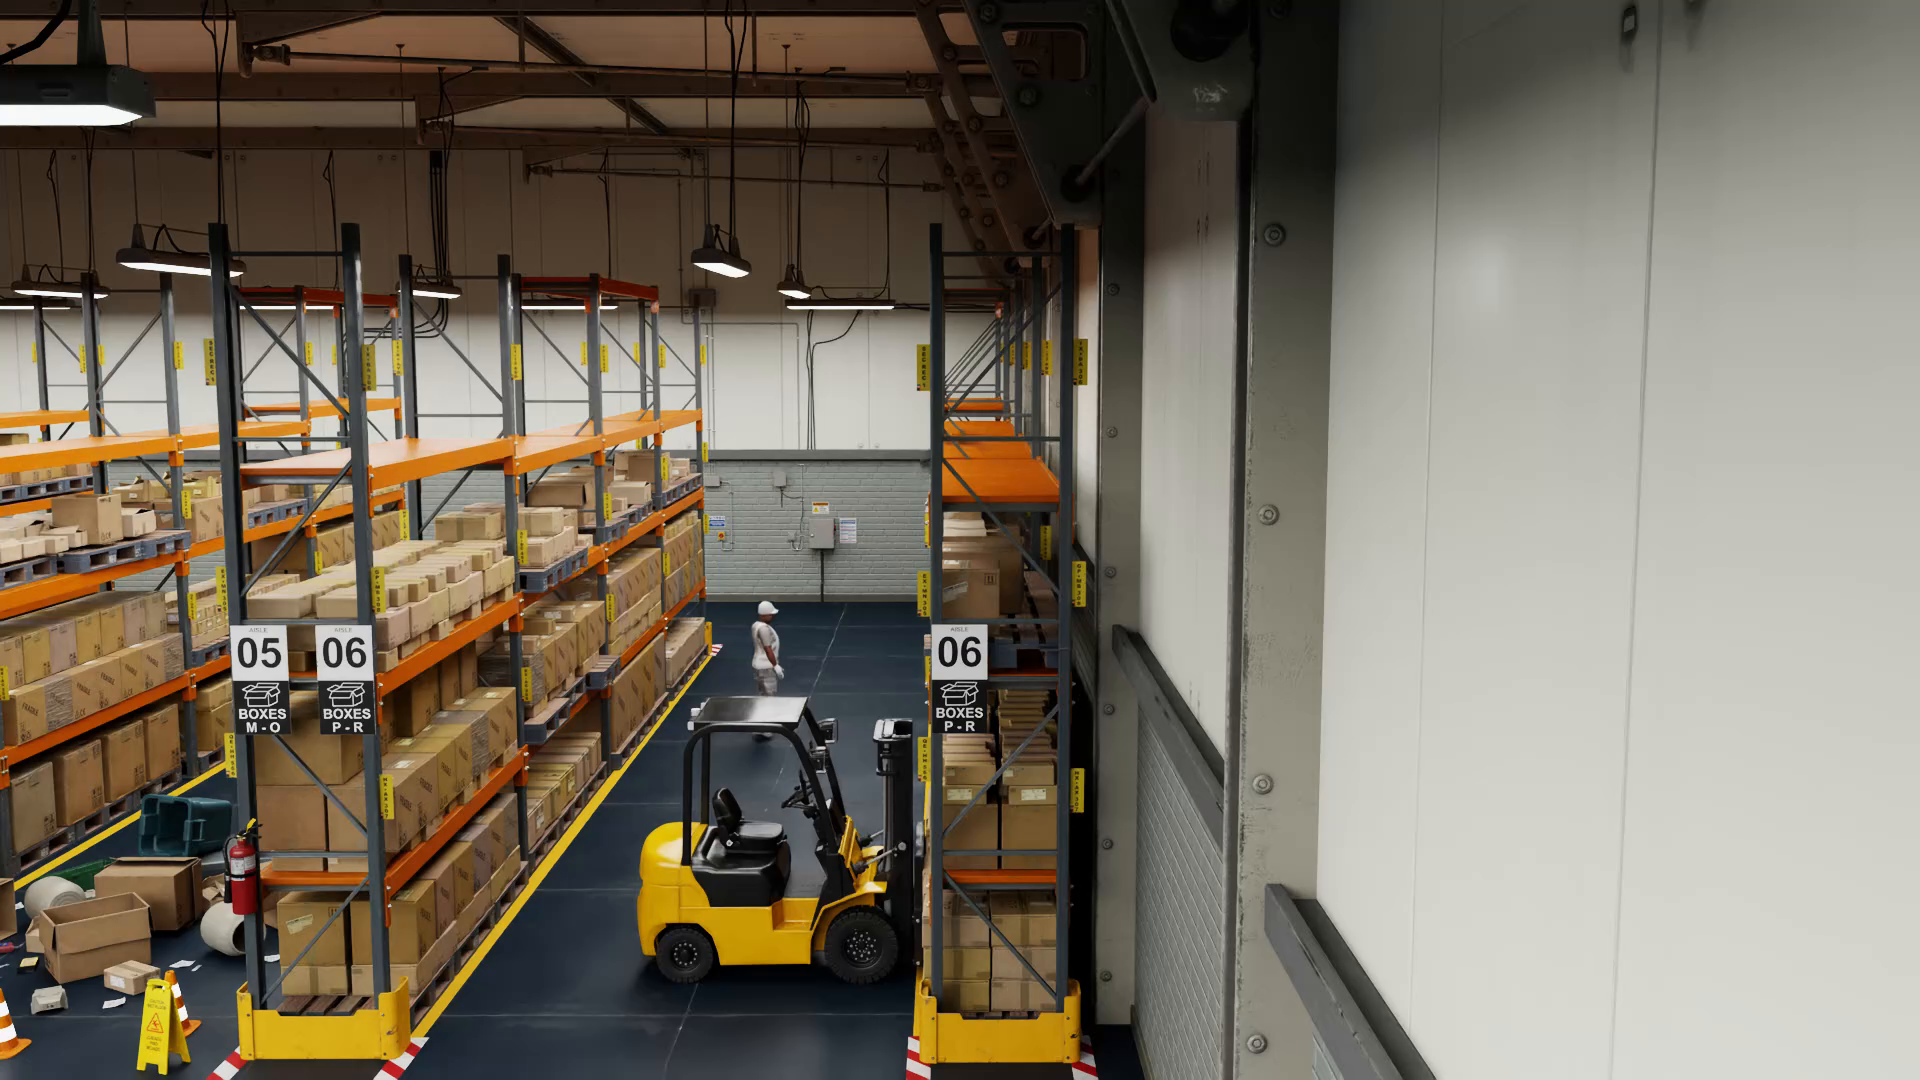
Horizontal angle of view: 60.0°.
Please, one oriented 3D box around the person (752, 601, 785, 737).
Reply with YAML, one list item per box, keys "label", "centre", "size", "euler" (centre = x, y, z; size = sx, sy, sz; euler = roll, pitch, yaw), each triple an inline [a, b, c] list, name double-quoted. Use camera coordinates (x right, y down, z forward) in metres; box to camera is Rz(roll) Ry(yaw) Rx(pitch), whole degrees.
- label: "person"
  centre: [-2.578, 1.701, 22.037]
  size: [0.454, 1.796, 0.547]
  euler: [-2, 7, -17]
